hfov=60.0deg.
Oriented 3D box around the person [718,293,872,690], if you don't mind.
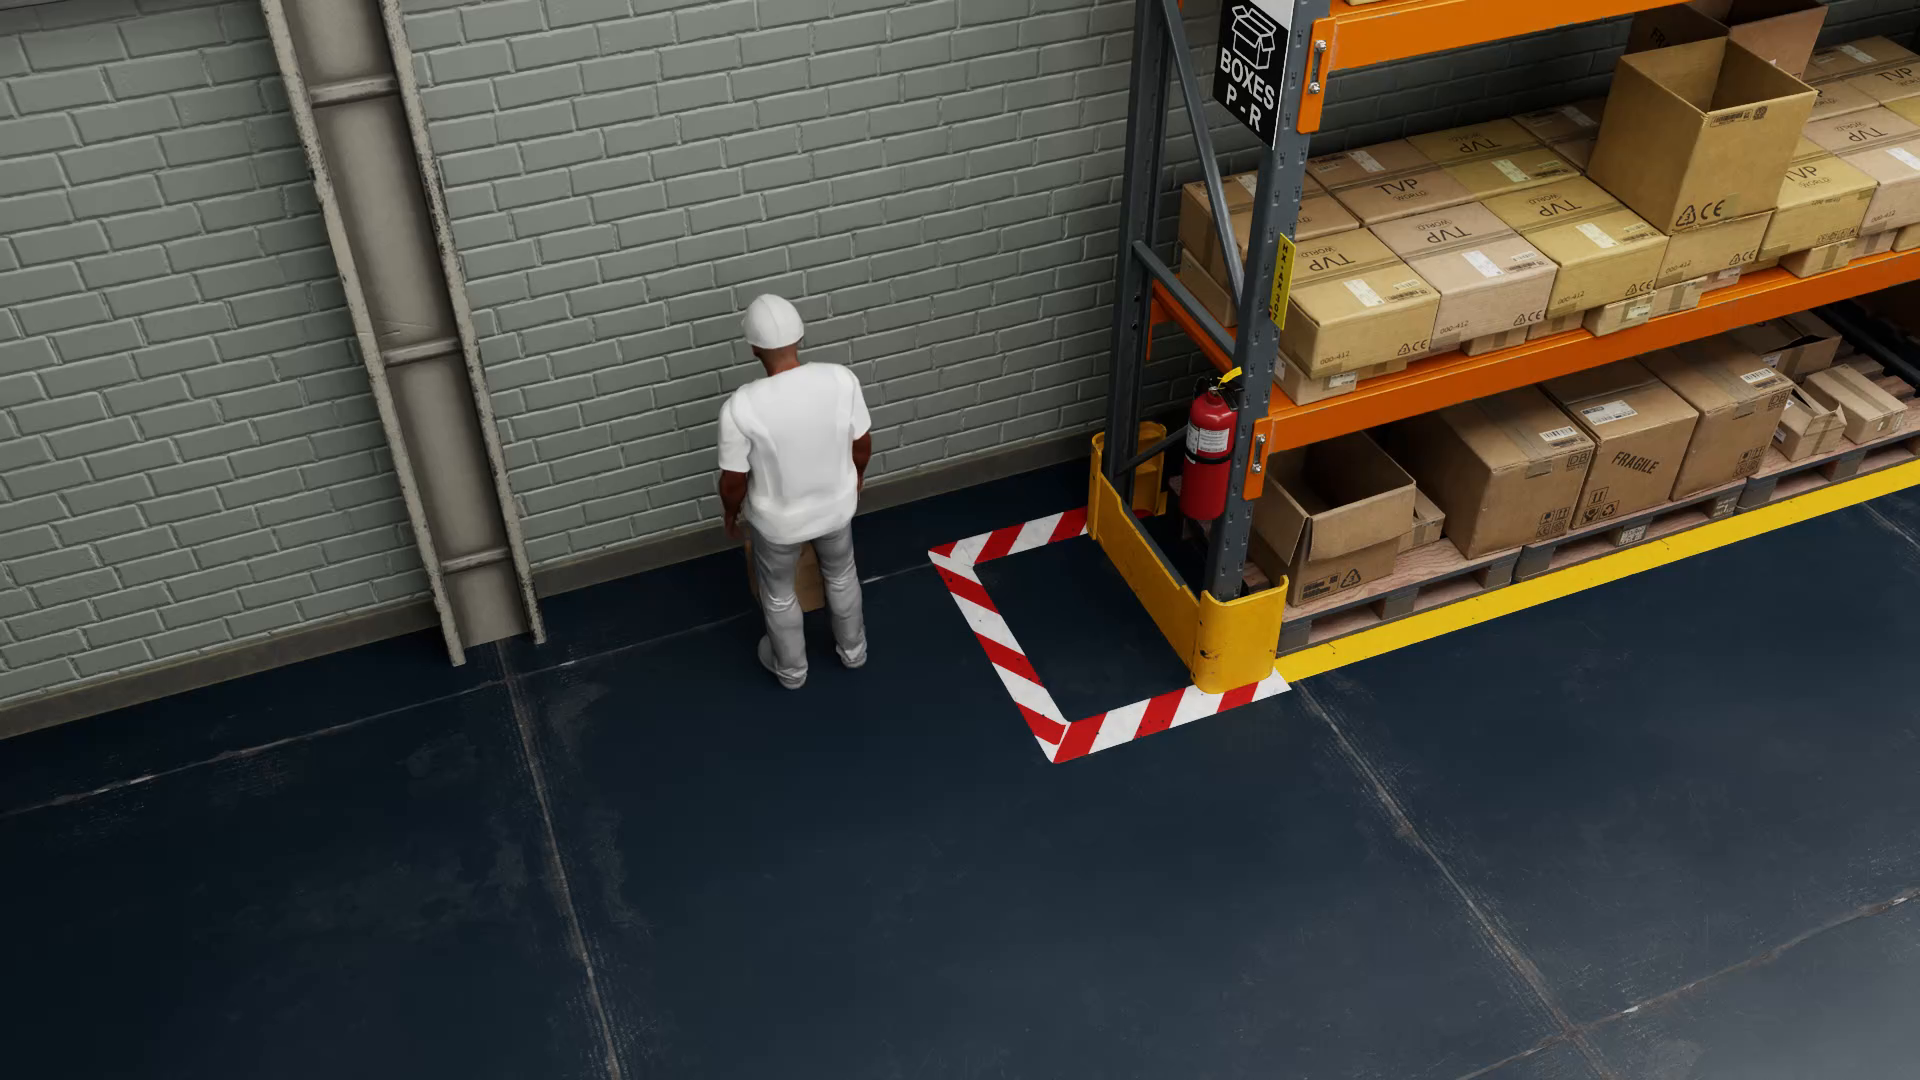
[{"bbox_3d":[-0.617,-0.147,6.310,0.601,1.763,0.443,-17,44,-18],"label":"person"}]
